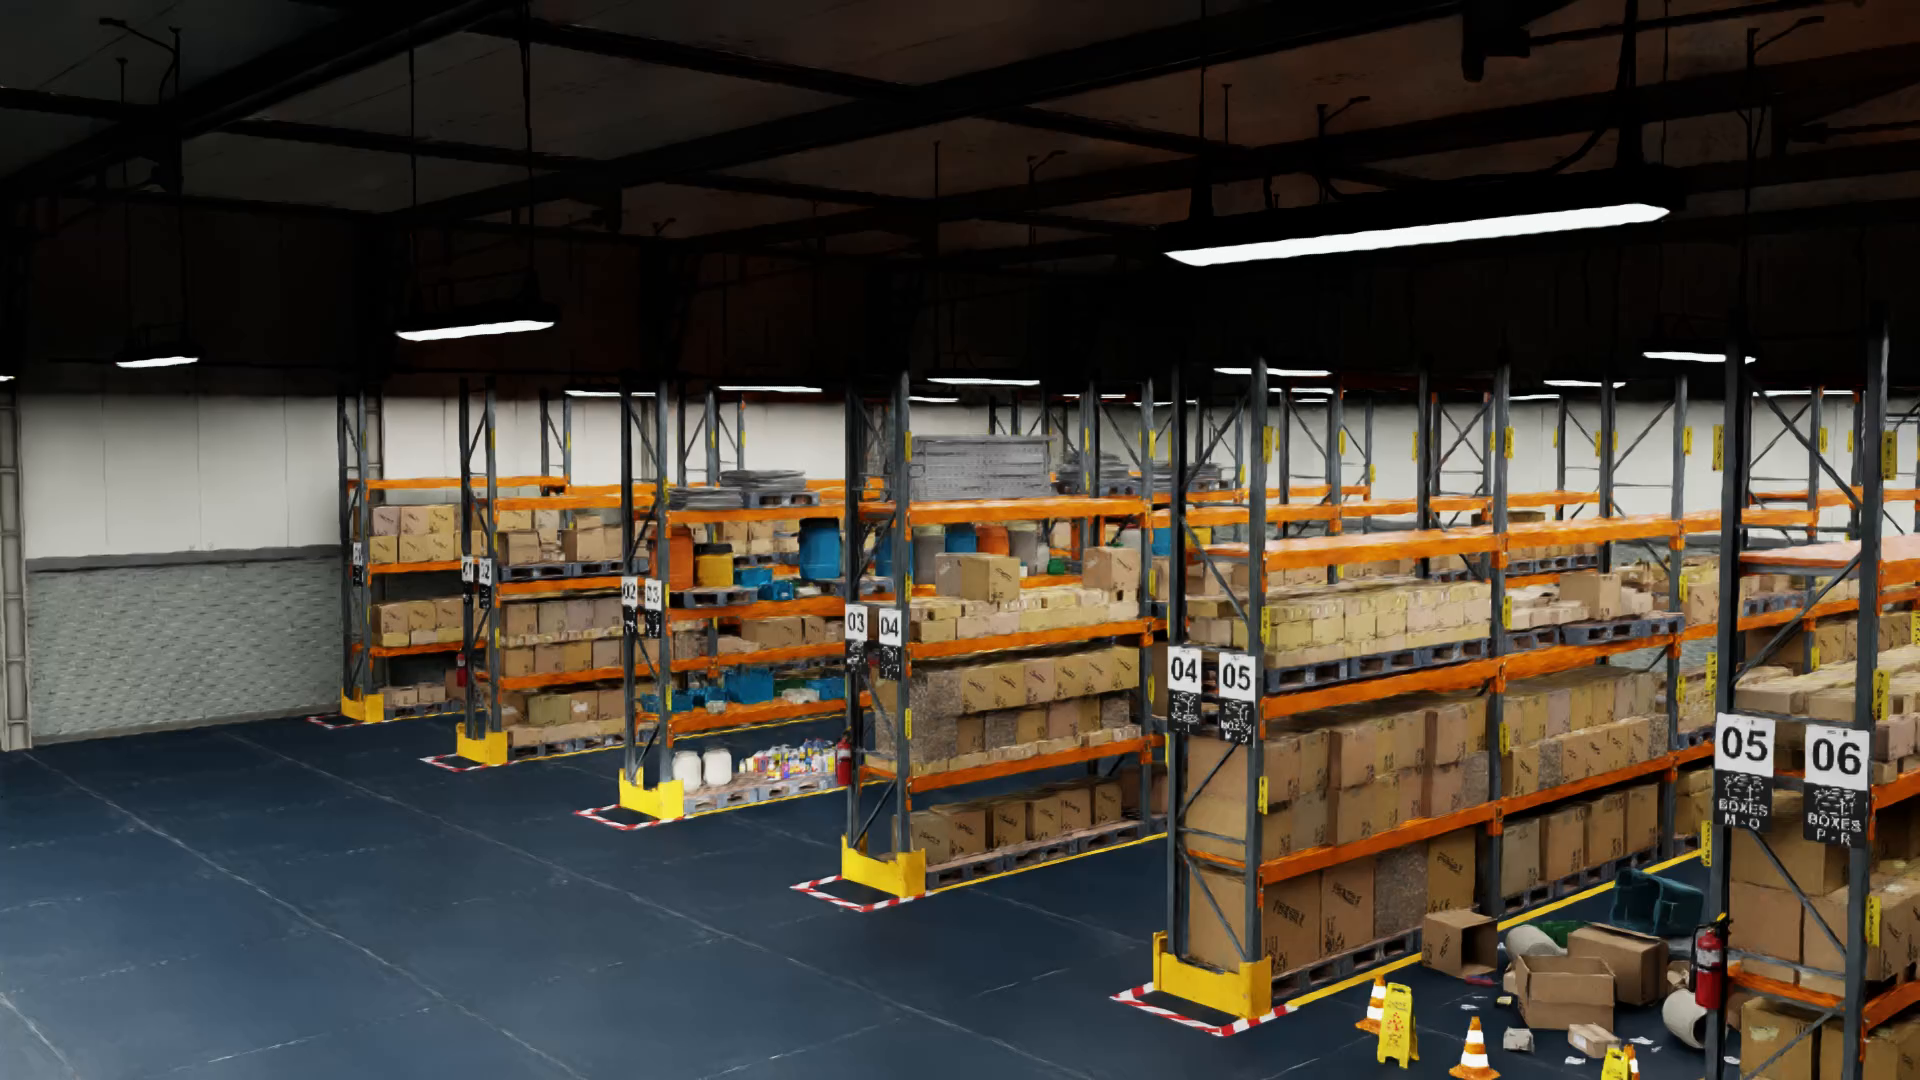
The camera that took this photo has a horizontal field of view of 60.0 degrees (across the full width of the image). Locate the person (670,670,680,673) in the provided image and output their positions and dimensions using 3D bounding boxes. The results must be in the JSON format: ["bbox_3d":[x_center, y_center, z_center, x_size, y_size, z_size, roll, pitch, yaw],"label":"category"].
[{"bbox_3d":[-5.251,2.367,30.327,0.512,1.632,0.639,-4,5,-43],"label":"person"}]
